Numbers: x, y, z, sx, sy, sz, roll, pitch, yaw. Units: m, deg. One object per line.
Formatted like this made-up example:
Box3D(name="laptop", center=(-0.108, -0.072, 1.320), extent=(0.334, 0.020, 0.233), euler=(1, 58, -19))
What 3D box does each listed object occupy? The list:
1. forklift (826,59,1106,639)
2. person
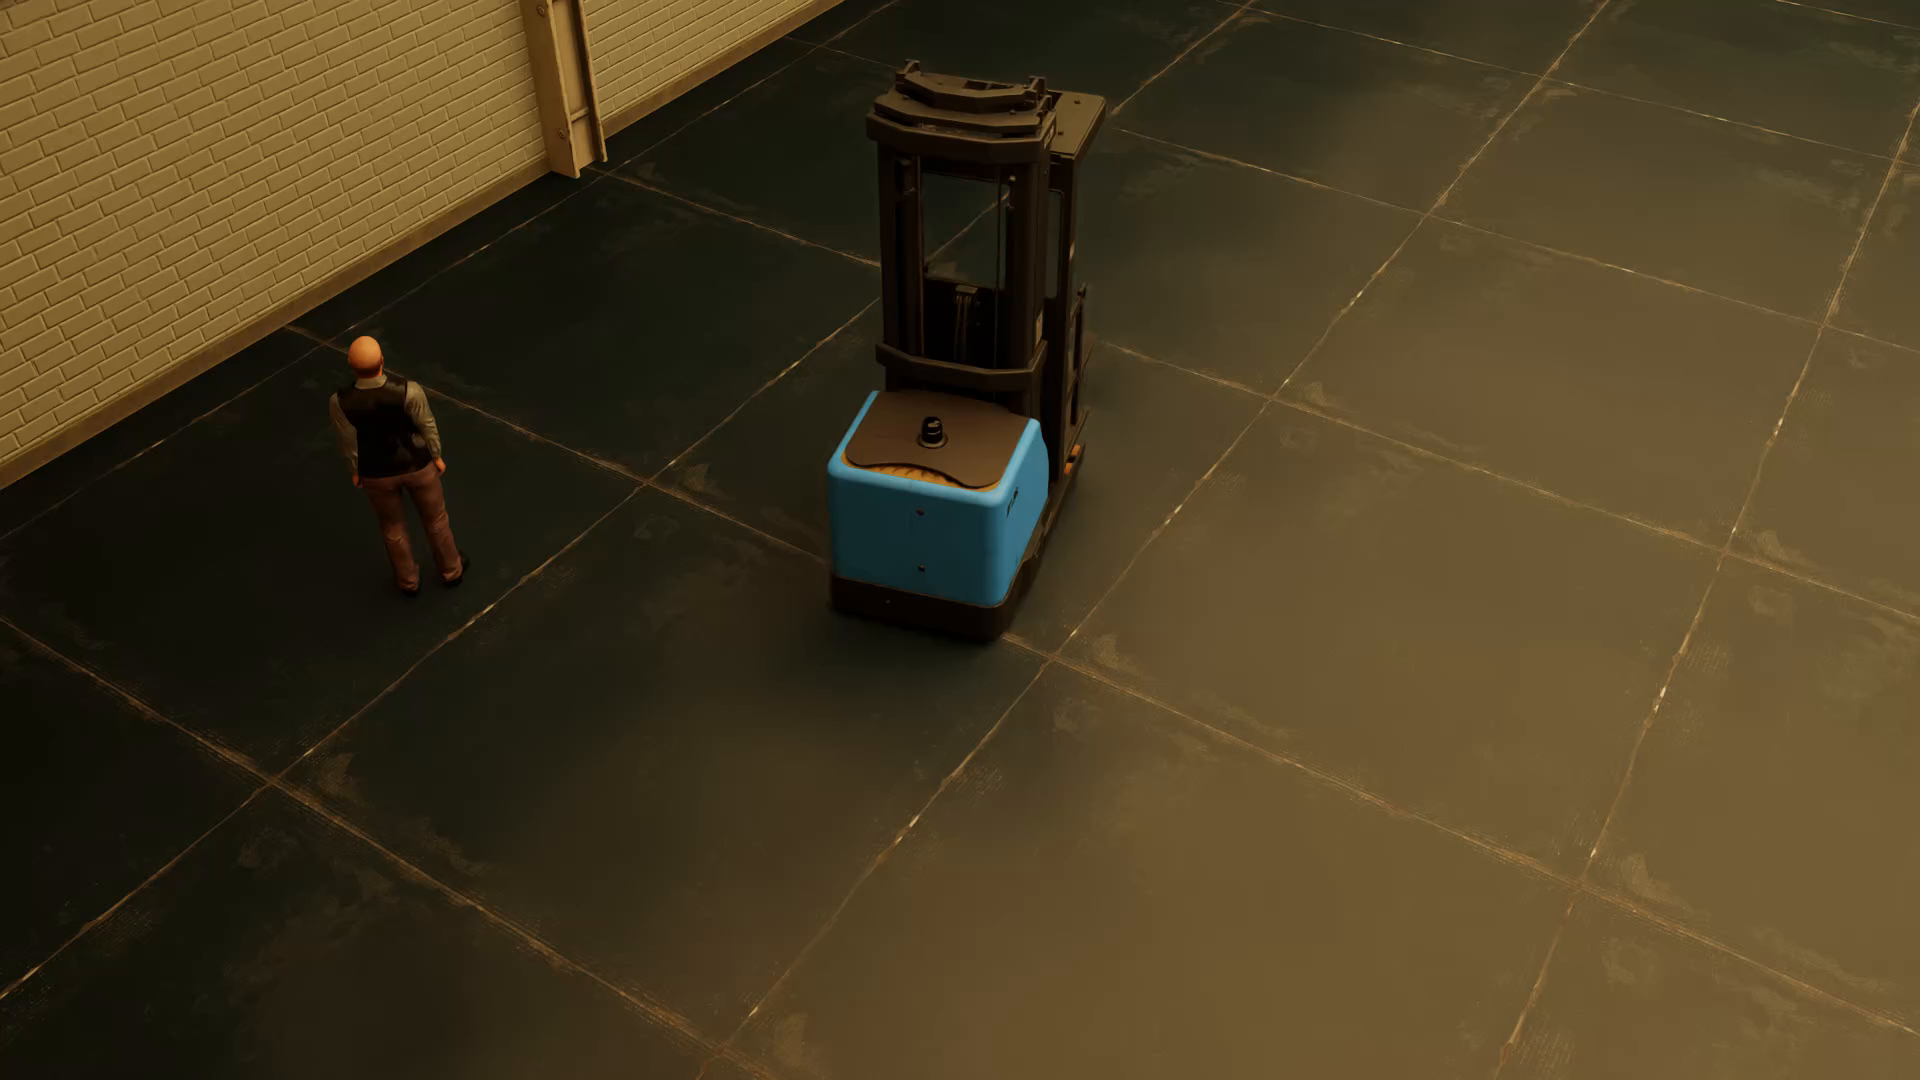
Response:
Box3D(name="forklift", center=(0.175, -1.518, 9.759), extent=(1.130, 2.935, 3.031), euler=(11, 42, 13))
Box3D(name="person", center=(-3.182, -0.421, 9.399), extent=(0.530, 1.725, 0.360), euler=(-11, 41, -12))
